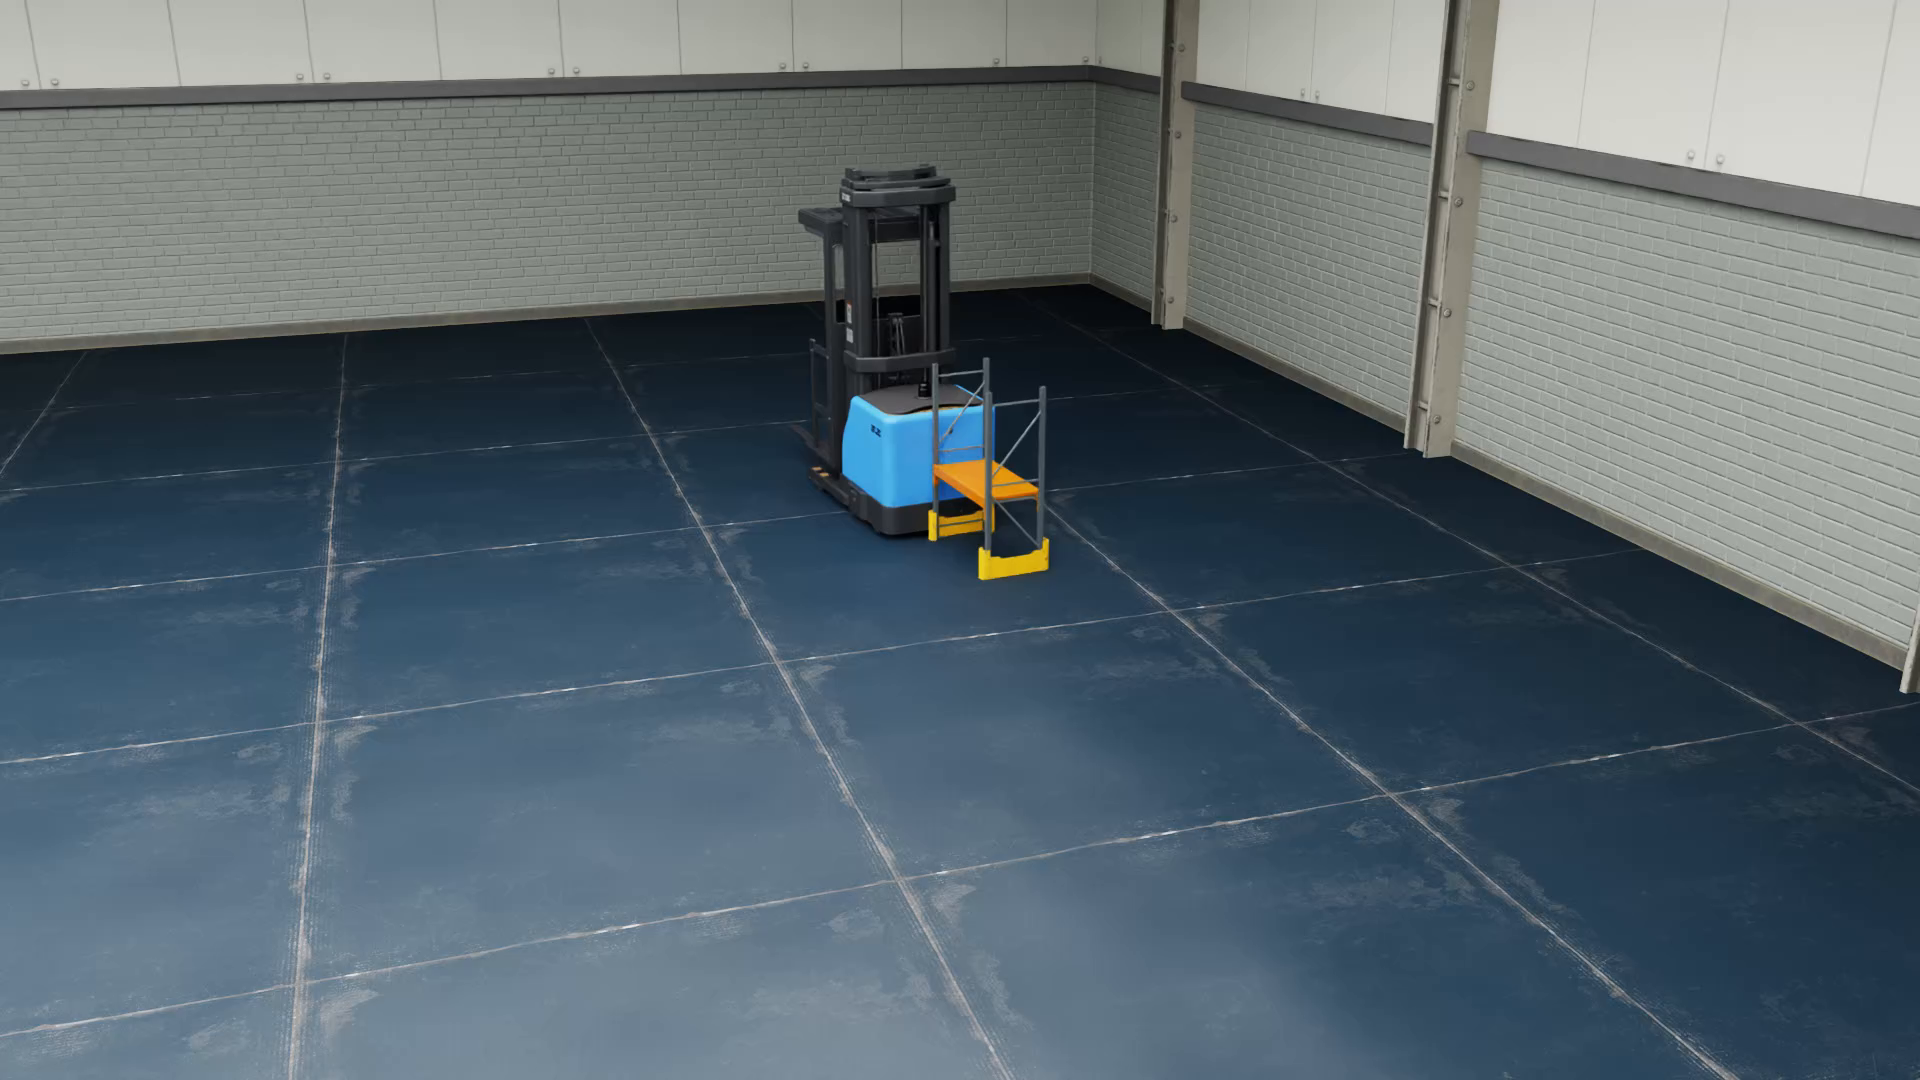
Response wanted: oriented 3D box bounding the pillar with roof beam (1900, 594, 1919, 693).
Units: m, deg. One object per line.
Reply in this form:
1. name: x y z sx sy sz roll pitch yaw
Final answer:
1. pillar with roof beam: 2.400 -2.727 8.196 9.100 9.000 0.400 -6 21 -17

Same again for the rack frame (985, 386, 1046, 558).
1. rack frame: 0.428 -0.438 12.916 0.500 1.500 0.032 -9 22 -23

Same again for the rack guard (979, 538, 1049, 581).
1. rack guard: 0.427 0.150 13.129 0.587 0.250 0.087 -9 22 -23

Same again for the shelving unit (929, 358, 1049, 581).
1. shelving unit: 0.222 -0.591 13.345 0.587 1.500 1.083 -9 22 -23

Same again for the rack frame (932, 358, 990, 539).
1. rack frame: 0.009 -0.751 13.788 0.500 1.500 0.032 -9 22 -23

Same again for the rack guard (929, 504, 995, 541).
1. rack guard: 0.017 -0.157 13.983 0.587 0.250 0.087 -9 22 -23

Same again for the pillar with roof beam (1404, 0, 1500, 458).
1. pillar with roof beam: 0.514 -4.652 13.557 9.100 9.000 0.400 -6 21 -17

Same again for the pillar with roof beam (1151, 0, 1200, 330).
1. pillar with roof beam: -1.372 -6.578 18.917 9.100 9.000 0.400 -6 21 -17

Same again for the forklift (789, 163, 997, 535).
1. forklift: -0.754 -1.881 14.818 1.130 2.935 3.031 -9 22 -23

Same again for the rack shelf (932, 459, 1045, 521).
1. rack shelf: 0.218 -0.425 13.413 0.538 0.185 1.000 -9 22 -23
